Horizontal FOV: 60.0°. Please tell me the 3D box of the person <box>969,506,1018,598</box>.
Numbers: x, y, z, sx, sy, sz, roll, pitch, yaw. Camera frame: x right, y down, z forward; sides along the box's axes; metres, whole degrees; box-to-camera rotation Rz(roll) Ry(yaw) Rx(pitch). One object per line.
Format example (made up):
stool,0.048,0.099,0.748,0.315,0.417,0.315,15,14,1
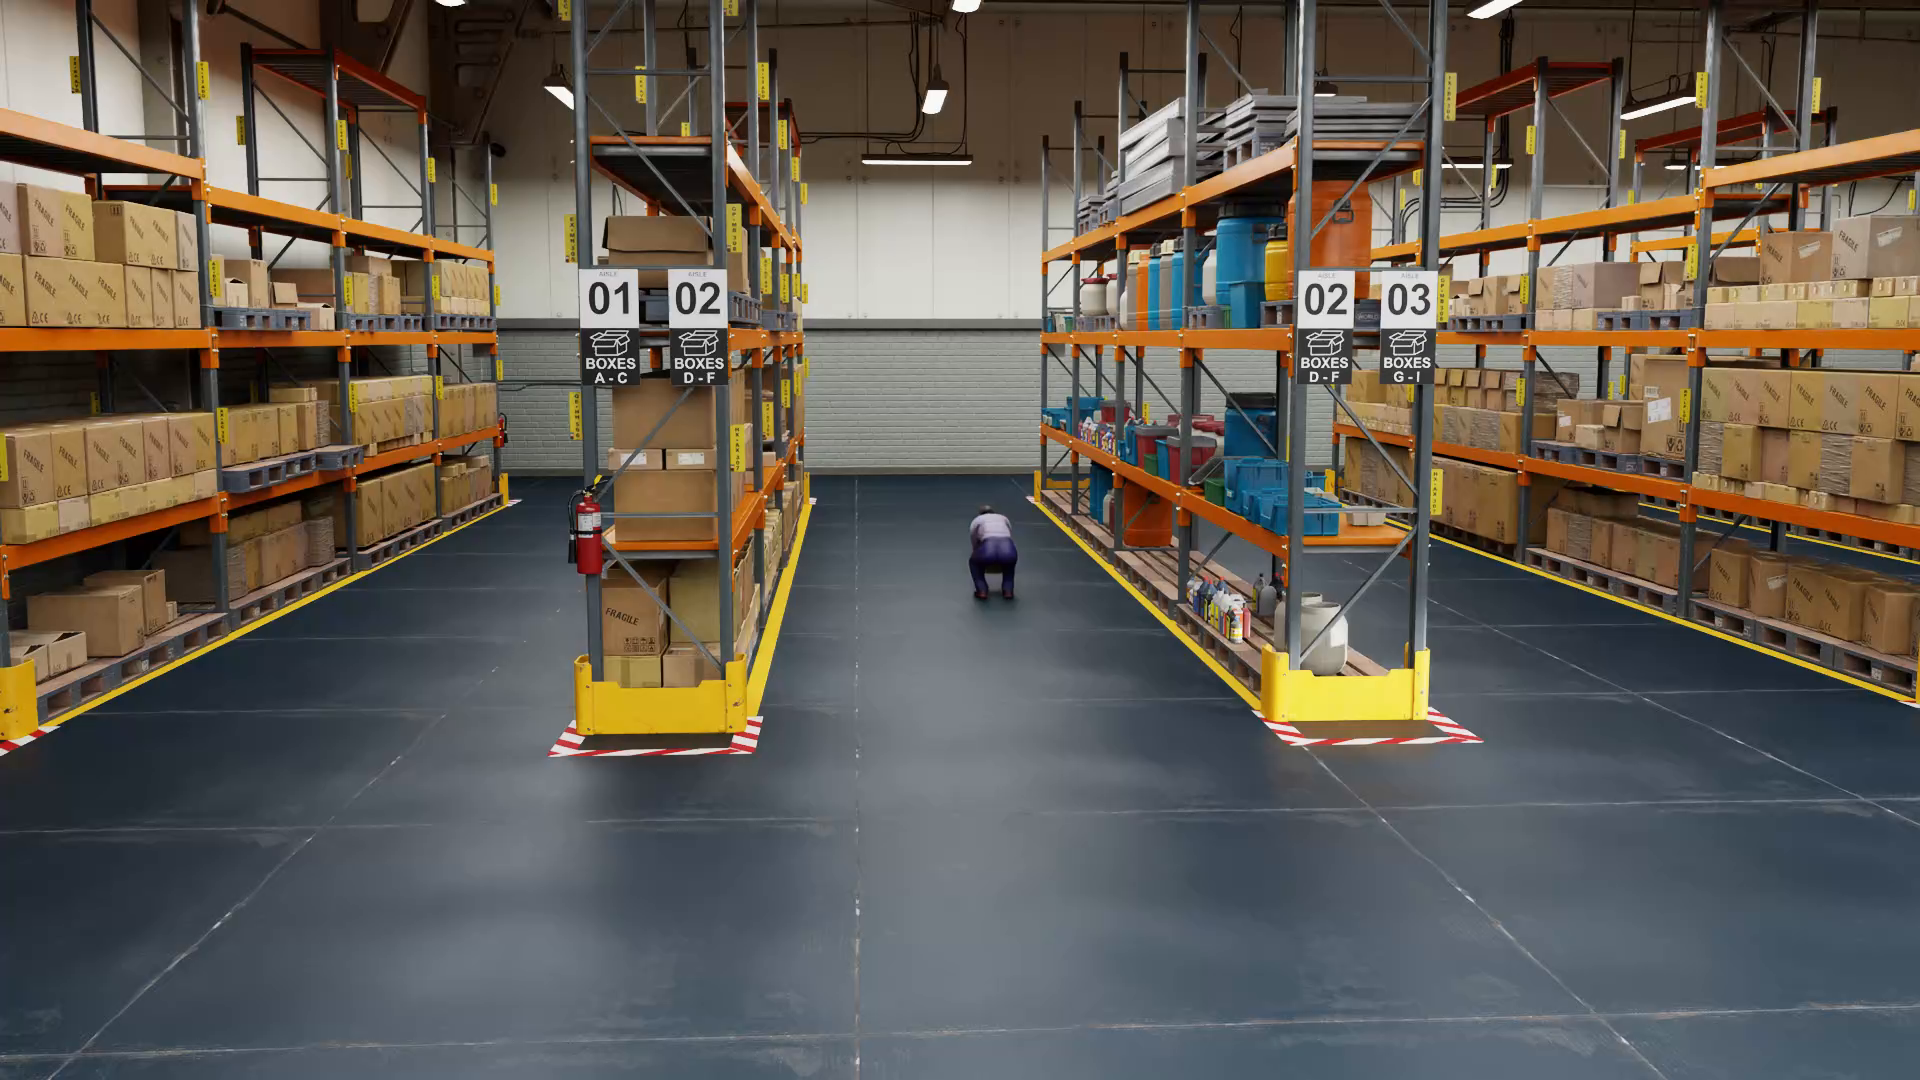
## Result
person,0.353,0.130,17.733,0.509,0.938,0.861,-1,7,-5
